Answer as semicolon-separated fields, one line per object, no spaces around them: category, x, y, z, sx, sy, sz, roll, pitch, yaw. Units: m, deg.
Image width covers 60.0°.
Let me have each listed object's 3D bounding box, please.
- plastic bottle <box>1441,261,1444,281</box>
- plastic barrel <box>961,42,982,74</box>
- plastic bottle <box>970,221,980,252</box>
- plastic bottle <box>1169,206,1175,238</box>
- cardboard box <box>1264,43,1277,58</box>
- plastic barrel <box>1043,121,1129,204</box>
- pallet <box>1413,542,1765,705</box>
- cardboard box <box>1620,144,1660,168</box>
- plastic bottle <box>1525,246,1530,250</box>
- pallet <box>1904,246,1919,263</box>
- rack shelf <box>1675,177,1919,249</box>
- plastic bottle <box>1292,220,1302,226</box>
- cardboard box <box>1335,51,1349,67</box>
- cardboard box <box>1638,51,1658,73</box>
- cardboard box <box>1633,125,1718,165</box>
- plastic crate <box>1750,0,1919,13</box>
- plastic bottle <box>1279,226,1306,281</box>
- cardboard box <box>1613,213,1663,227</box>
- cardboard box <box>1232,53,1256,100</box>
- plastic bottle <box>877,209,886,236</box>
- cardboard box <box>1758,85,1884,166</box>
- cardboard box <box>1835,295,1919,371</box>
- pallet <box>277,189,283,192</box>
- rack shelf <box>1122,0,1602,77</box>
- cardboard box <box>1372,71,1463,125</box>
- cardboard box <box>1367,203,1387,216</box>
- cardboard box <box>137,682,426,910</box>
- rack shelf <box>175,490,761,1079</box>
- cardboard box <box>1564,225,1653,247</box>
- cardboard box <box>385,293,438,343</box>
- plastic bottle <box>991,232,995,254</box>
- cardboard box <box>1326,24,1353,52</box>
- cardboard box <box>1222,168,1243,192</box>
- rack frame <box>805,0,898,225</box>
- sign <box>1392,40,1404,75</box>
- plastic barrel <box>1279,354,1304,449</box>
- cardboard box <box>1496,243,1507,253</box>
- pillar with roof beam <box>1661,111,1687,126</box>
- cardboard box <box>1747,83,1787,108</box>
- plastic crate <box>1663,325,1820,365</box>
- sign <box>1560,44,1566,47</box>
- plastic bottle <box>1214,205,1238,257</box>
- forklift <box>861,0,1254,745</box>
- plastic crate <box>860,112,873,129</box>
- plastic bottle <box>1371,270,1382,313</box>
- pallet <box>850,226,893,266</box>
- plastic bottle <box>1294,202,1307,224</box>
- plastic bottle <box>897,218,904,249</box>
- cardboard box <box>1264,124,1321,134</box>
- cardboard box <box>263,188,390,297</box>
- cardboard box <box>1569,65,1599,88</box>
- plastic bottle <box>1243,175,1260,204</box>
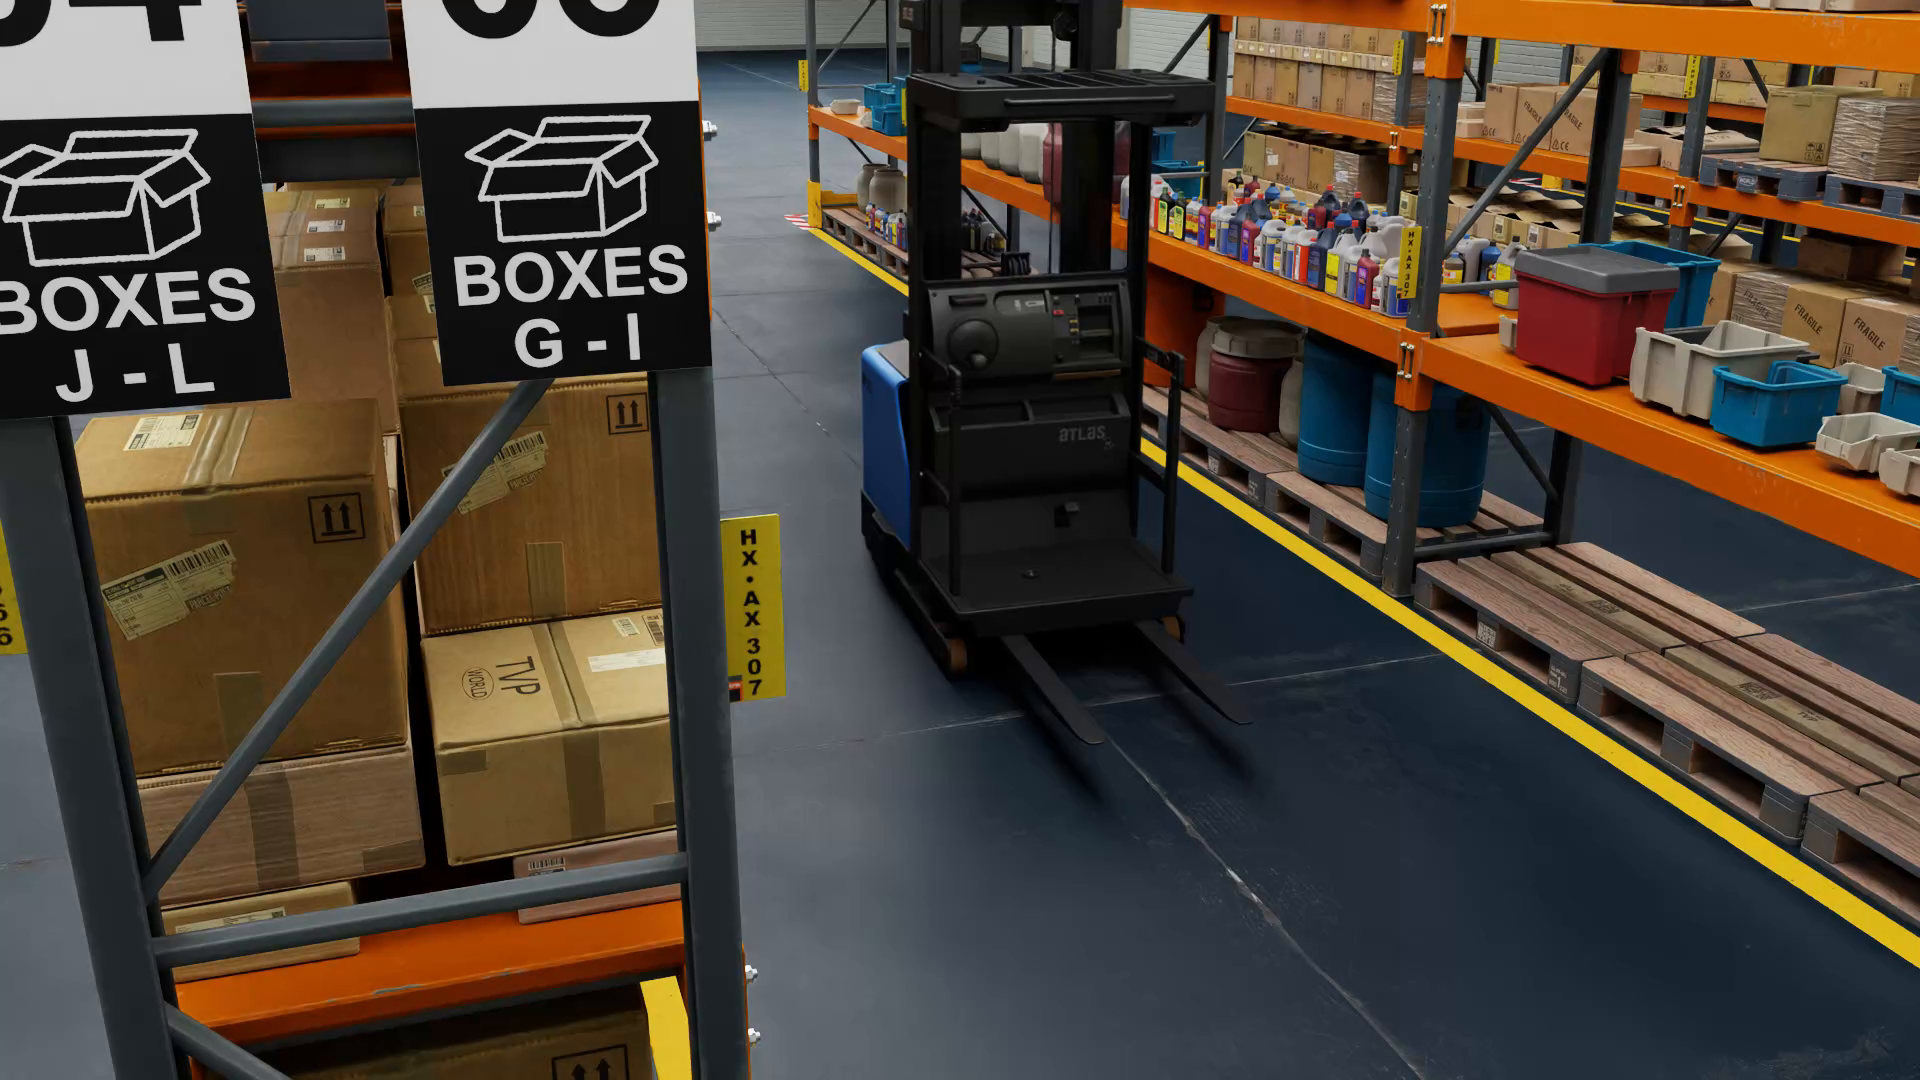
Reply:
plastic bottle;2.602;-1.508;8.971;0.097;0.201;0.097;0;20;0
plastic barrel;-0.108;-3.839;14.427;0.600;0.901;0.708;-6;21;-17
plastic bottle;0.145;-2.926;15.994;0.061;0.283;0.133;-6;21;-17
plastic bottle;1.342;-1.978;10.279;0.097;0.201;0.097;0;20;0
cardboard box;3.663;-5.526;18.756;0.380;0.149;0.250;-7;21;-18
plastic barrel;0.882;-2.657;11.674;0.600;0.536;0.708;-6;21;-17
pallet;2.840;0.352;7.625;1.003;0.211;1.213;-6;21;-17
cardboard box;5.474;-3.142;13.599;0.380;0.149;0.250;-6;21;-17
plastic bottle;2.820;-1.343;8.391;0.061;0.283;0.133;-6;21;-17
pallet;10.096;-2.858;16.561;1.003;0.211;1.213;-6;21;-17
rack shelf;6.647;-2.021;11.169;1.077;0.370;4.000;-6;21;-17
plastic bottle;1.866;-1.640;9.235;0.097;0.271;0.097;0;20;0
cardboard box;4.154;-5.028;17.371;0.380;0.149;0.250;-6;21;-17
cardboard box;8.373;-5.876;19.922;0.500;0.500;0.500;-7;21;-19
cardboard box;5.921;-3.267;13.706;0.500;0.311;0.500;-7;21;-18
plastic crate;2.945;-1.833;5.535;0.437;0.136;0.530;-6;21;-17
plastic bottle;1.826;-1.548;8.973;0.152;0.276;0.135;-6;21;-17
cardboard box;5.801;-2.699;14.611;0.500;0.311;0.500;-7;21;-19
cardboard box;3.639;-5.464;19.544;0.700;0.500;0.500;-6;21;-17
plastic bottle;-0.786;-3.209;16.799;0.097;0.271;0.097;0;20;0
cardboard box;6.323;-3.056;12.217;0.700;0.500;0.500;-15;24;-35
cardboard box;6.382;-1.359;11.311;0.500;0.500;0.500;-7;21;-19
pallet;-3.712;-2.077;10.545;1.213;0.211;1.003;-6;21;-17
rack shelf;1.944;-2.907;9.200;1.077;0.370;4.000;-6;21;-17
cardboard box;4.616;-4.473;16.786;0.700;0.500;0.500;-7;21;-19
cardboard box;4.408;-3.314;17.151;0.500;0.250;0.500;-6;21;-17
cardboard box;-1.277;0.421;3.089;0.500;0.250;0.500;-7;21;-18
rack shelf;-1.501;0.314;4.668;1.077;0.370;4.000;-6;21;-17
cardboard box;5.451;-2.477;13.991;0.500;0.311;0.500;-7;21;-18
cardboard box;-1.093;-0.314;4.025;0.500;0.500;0.500;-7;21;-19
plastic bottle;0.342;-2.831;15.850;0.097;0.201;0.097;0;20;0
cardboard box;4.299;-5.407;17.465;0.700;0.500;0.500;-6;21;-17
cardboard box;3.461;-4.276;19.831;0.500;0.250;0.500;-6;21;-17
rack frame;-1.199;-5.043;18.520;1.000;3.000;0.127;-6;21;-17
sign;4.235;-4.670;16.083;0.100;0.325;0.005;-6;21;-17
plastic barrel;2.102;-0.813;9.803;0.421;0.512;0.421;0;20;0
cardboard box;5.137;-2.539;14.994;0.500;0.250;0.500;-6;21;-16
pillar with roof beam;5.160;-8.329;18.793;9.100;9.000;0.400;-6;21;-17
cardboard box;9.026;-4.871;18.232;0.500;0.250;0.500;-6;21;-17
plastic crate;3.179;-0.760;6.914;0.437;0.125;0.590;-6;21;-17
sign;7.690;-6.446;21.143;0.100;0.325;0.005;-6;21;-17
plastic bottle;1.580;-1.799;9.672;0.152;0.276;0.135;-6;21;-17
forklift;0.379;-0.937;7.189;1.130;2.935;3.031;-6;21;-15
plastic crate;-0.693;-4.130;16.366;0.530;0.136;0.437;-6;21;-17
plastic bottle;2.079;-1.225;8.184;0.097;0.201;0.097;0;20;0
pallet;-0.501;-3.059;17.122;1.003;0.211;1.213;-6;21;-17
plastic bottle;2.122;-1.997;10.334;0.097;0.201;0.097;0;20;0
plastic bottle;-0.569;-2.974;16.126;0.061;0.283;0.133;-5;20;-14
cardboard box;3.955;-4.684;19.858;0.500;0.500;0.500;-6;21;-17
cardboard box;-2.222;-0.908;5.678;0.500;0.500;0.500;-6;21;-17
cardboard box;8.057;-5.844;20.942;0.500;0.250;0.500;-7;21;-19
plastic bottle;1.920;-2.262;10.951;0.061;0.283;0.133;-6;21;-17
